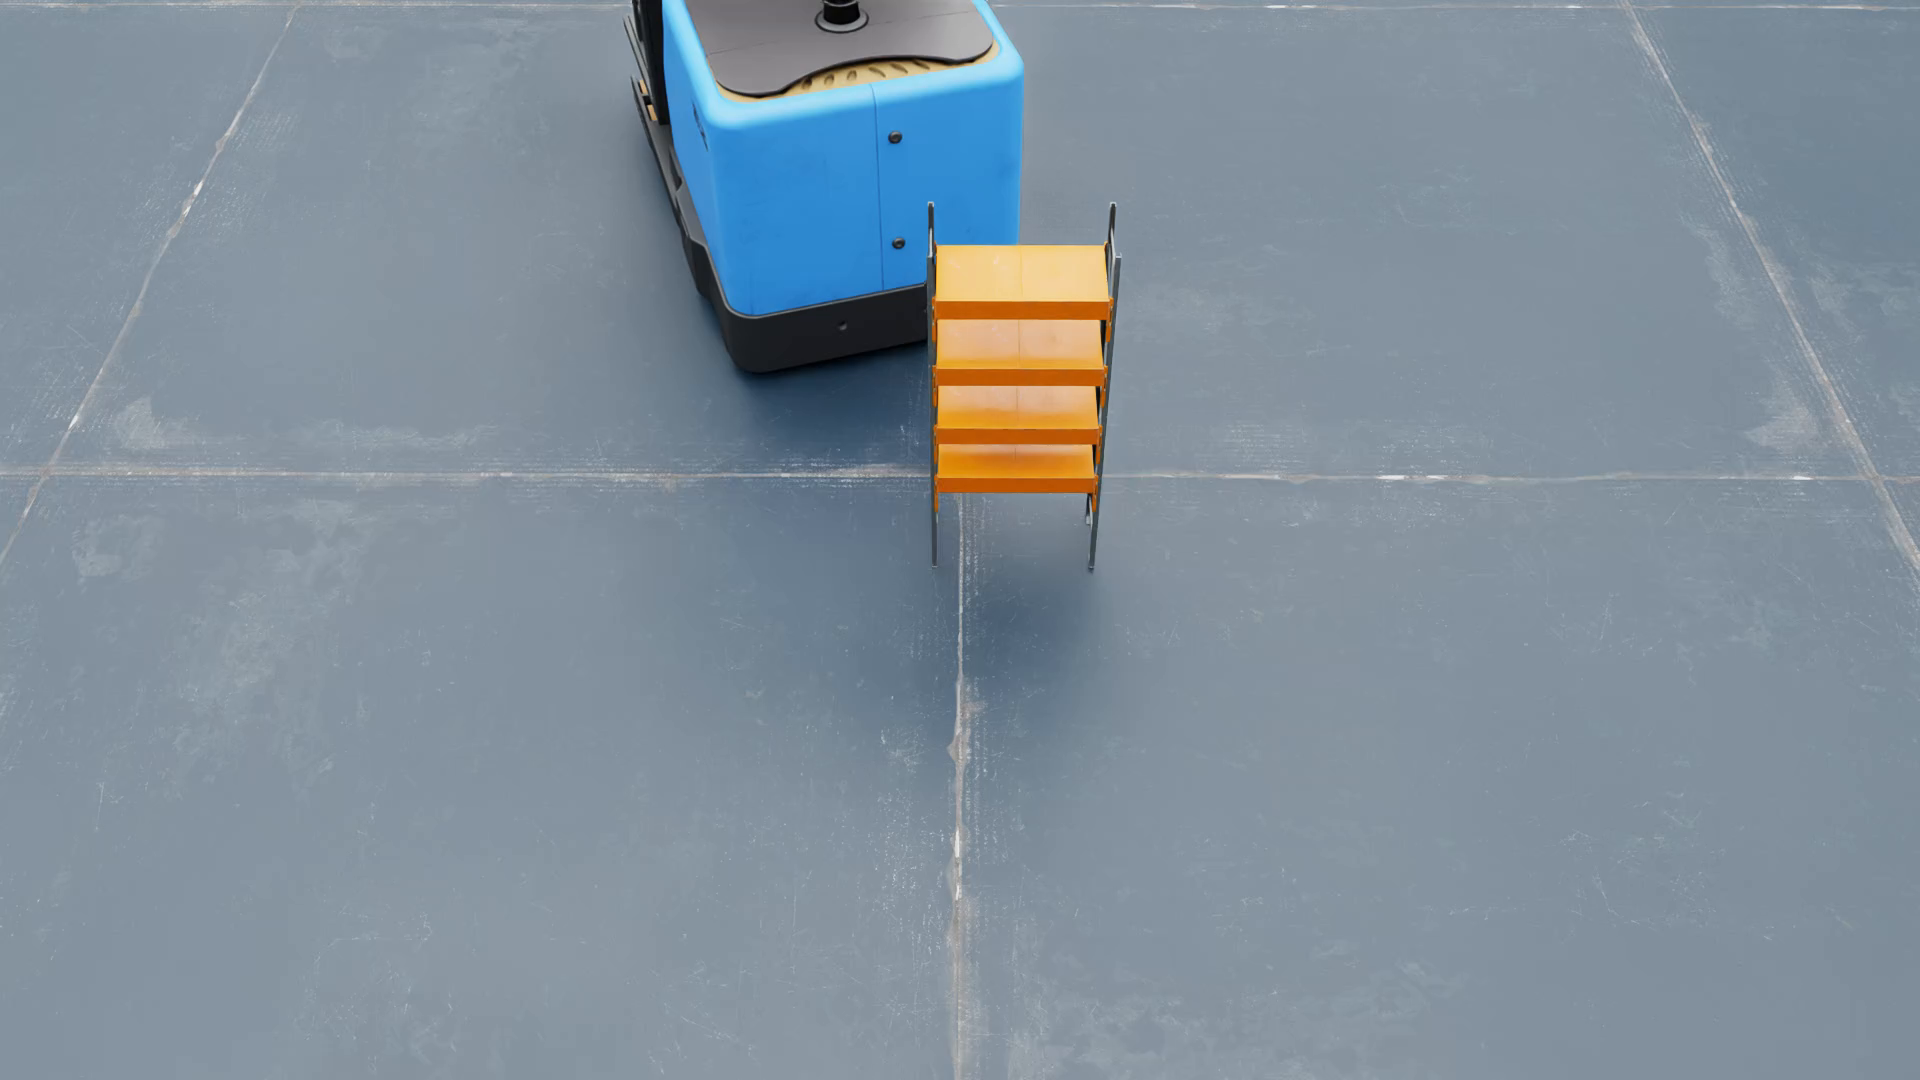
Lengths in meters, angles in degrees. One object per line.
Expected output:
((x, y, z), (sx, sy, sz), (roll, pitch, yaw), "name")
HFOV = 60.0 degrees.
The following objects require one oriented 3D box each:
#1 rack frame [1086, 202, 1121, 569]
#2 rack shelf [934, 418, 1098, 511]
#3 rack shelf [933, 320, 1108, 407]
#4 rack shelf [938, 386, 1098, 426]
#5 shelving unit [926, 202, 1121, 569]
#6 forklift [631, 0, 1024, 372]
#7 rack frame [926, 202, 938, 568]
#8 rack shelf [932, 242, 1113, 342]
((0.410, -0.408, 4.810), (0.015, 1.200, 0.240), (0, 47, 0), "rack frame")
((0.166, -0.227, 5.005), (0.480, 0.148, 0.258), (0, 47, 0), "rack shelf")
((0.166, -0.515, 4.696), (0.480, 0.148, 0.258), (0, 47, 0), "rack shelf")
((0.166, -0.389, 4.831), (0.457, 0.050, 0.221), (0, 47, 0), "rack shelf")
((0.166, -0.408, 4.810), (0.503, 1.200, 0.258), (0, 47, 0), "shelving unit")
((-0.546, -2.271, 5.405), (1.129, 2.867, 1.939), (-13, 48, -12), "forklift")
((-0.078, -0.409, 4.811), (0.015, 1.200, 0.240), (0, 47, 0), "rack frame")
((0.166, -0.676, 4.523), (0.480, 0.148, 0.258), (0, 47, 0), "rack shelf")
